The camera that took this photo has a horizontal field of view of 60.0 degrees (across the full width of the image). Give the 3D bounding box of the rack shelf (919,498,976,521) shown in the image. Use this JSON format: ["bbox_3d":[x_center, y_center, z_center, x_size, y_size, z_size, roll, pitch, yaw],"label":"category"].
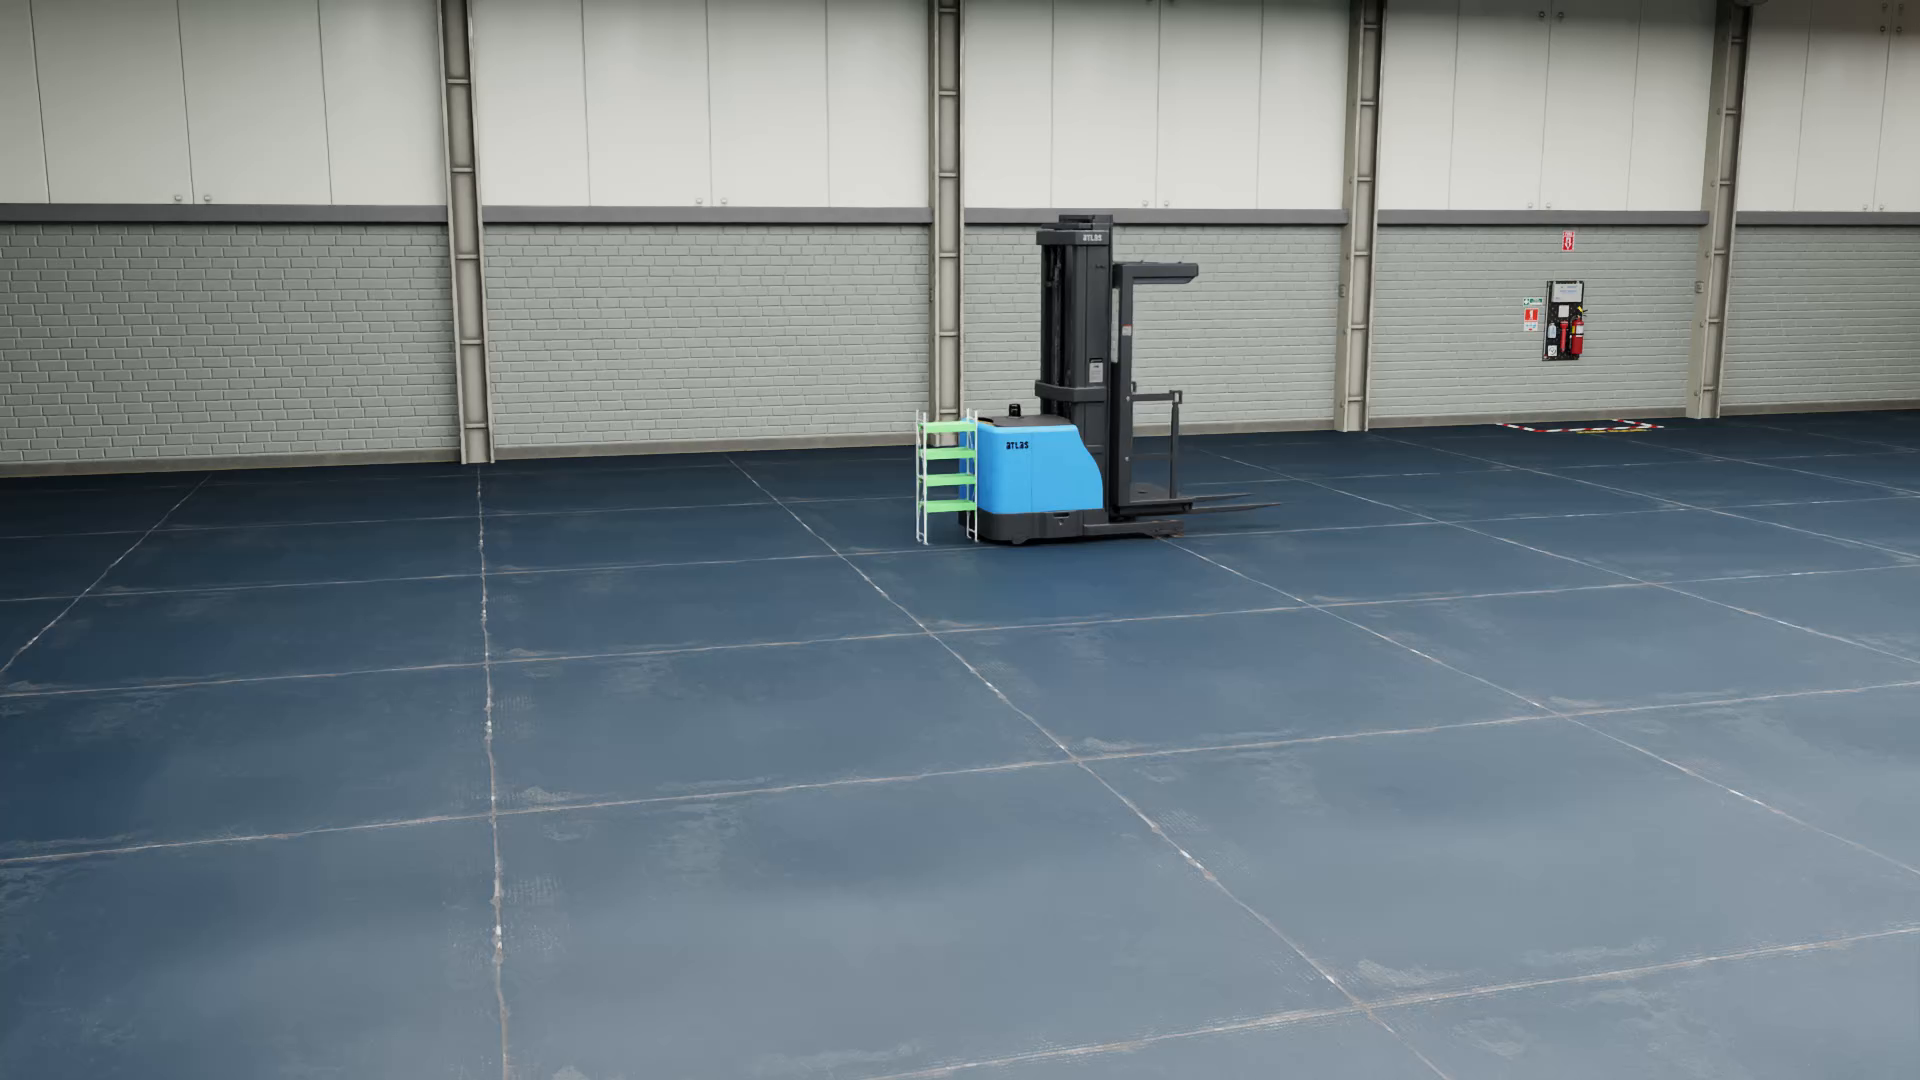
[{"bbox_3d":[-0.119,-0.280,15.137,0.480,0.148,0.258,-4,11,-19],"label":"rack shelf"}]

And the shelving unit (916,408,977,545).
[{"bbox_3d":[-0.119,-0.579,15.082,0.503,1.200,0.258,-4,11,-19],"label":"shelving unit"}]

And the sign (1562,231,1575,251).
[{"bbox_3d":[8.926,-4.388,24.400,0.199,0.298,0.001,-3,11,-16],"label":"sign"}]

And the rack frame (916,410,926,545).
[{"bbox_3d":[-0.350,-0.565,15.003,0.015,1.200,0.240,-4,11,-19],"label":"rack frame"}]

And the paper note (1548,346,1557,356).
[{"bbox_3d":[8.773,-2.801,24.615,0.142,0.148,0.016,-3,11,-16],"label":"paper note"}]

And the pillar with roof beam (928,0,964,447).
[{"bbox_3d":[1.027,-4.945,17.255,0.400,9.000,9.100,-3,11,-16],"label":"pillar with roof beam"}]

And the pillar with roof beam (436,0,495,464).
[{"bbox_3d":[-4.734,-4.641,15.605,0.400,9.000,9.100,-3,11,-16],"label":"pillar with roof beam"}]

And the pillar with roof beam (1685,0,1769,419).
[{"bbox_3d":[12.548,-5.552,20.553,0.548,9.000,9.100,-3,11,-16],"label":"pillar with roof beam"}]

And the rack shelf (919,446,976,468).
[{"bbox_3d":[-0.120,-0.752,15.050,0.480,0.148,0.258,-4,11,-19],"label":"rack shelf"}]

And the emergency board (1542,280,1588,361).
[{"bbox_3d":[8.962,-3.231,24.518,0.643,1.169,0.194,-3,11,-16],"label":"emergency board"}]

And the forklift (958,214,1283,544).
[{"bbox_3d":[1.557,-1.539,15.514,3.031,2.935,1.130,-4,11,-19],"label":"forklift"}]

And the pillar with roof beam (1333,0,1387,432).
[{"bbox_3d":[6.788,-5.248,18.904,0.400,9.000,9.100,-3,11,-16],"label":"pillar with roof beam"}]

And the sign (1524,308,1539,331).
[{"bbox_3d":[8.402,-3.239,24.461,0.234,0.329,0.001,-3,11,-16],"label":"sign"}]

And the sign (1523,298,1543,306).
[{"bbox_3d":[8.409,-3.498,24.405,0.331,0.109,0.001,-3,11,-16],"label":"sign"}]

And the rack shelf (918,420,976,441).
[{"bbox_3d":[-0.120,-0.988,15.006,0.480,0.148,0.258,-4,11,-19],"label":"rack shelf"}]

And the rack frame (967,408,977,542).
[{"bbox_3d":[0.111,-0.594,15.160,0.015,1.200,0.240,-4,11,-19],"label":"rack frame"}]

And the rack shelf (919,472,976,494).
[{"bbox_3d":[-0.119,-0.516,15.093,0.480,0.148,0.258,-4,11,-19],"label":"rack shelf"}]
